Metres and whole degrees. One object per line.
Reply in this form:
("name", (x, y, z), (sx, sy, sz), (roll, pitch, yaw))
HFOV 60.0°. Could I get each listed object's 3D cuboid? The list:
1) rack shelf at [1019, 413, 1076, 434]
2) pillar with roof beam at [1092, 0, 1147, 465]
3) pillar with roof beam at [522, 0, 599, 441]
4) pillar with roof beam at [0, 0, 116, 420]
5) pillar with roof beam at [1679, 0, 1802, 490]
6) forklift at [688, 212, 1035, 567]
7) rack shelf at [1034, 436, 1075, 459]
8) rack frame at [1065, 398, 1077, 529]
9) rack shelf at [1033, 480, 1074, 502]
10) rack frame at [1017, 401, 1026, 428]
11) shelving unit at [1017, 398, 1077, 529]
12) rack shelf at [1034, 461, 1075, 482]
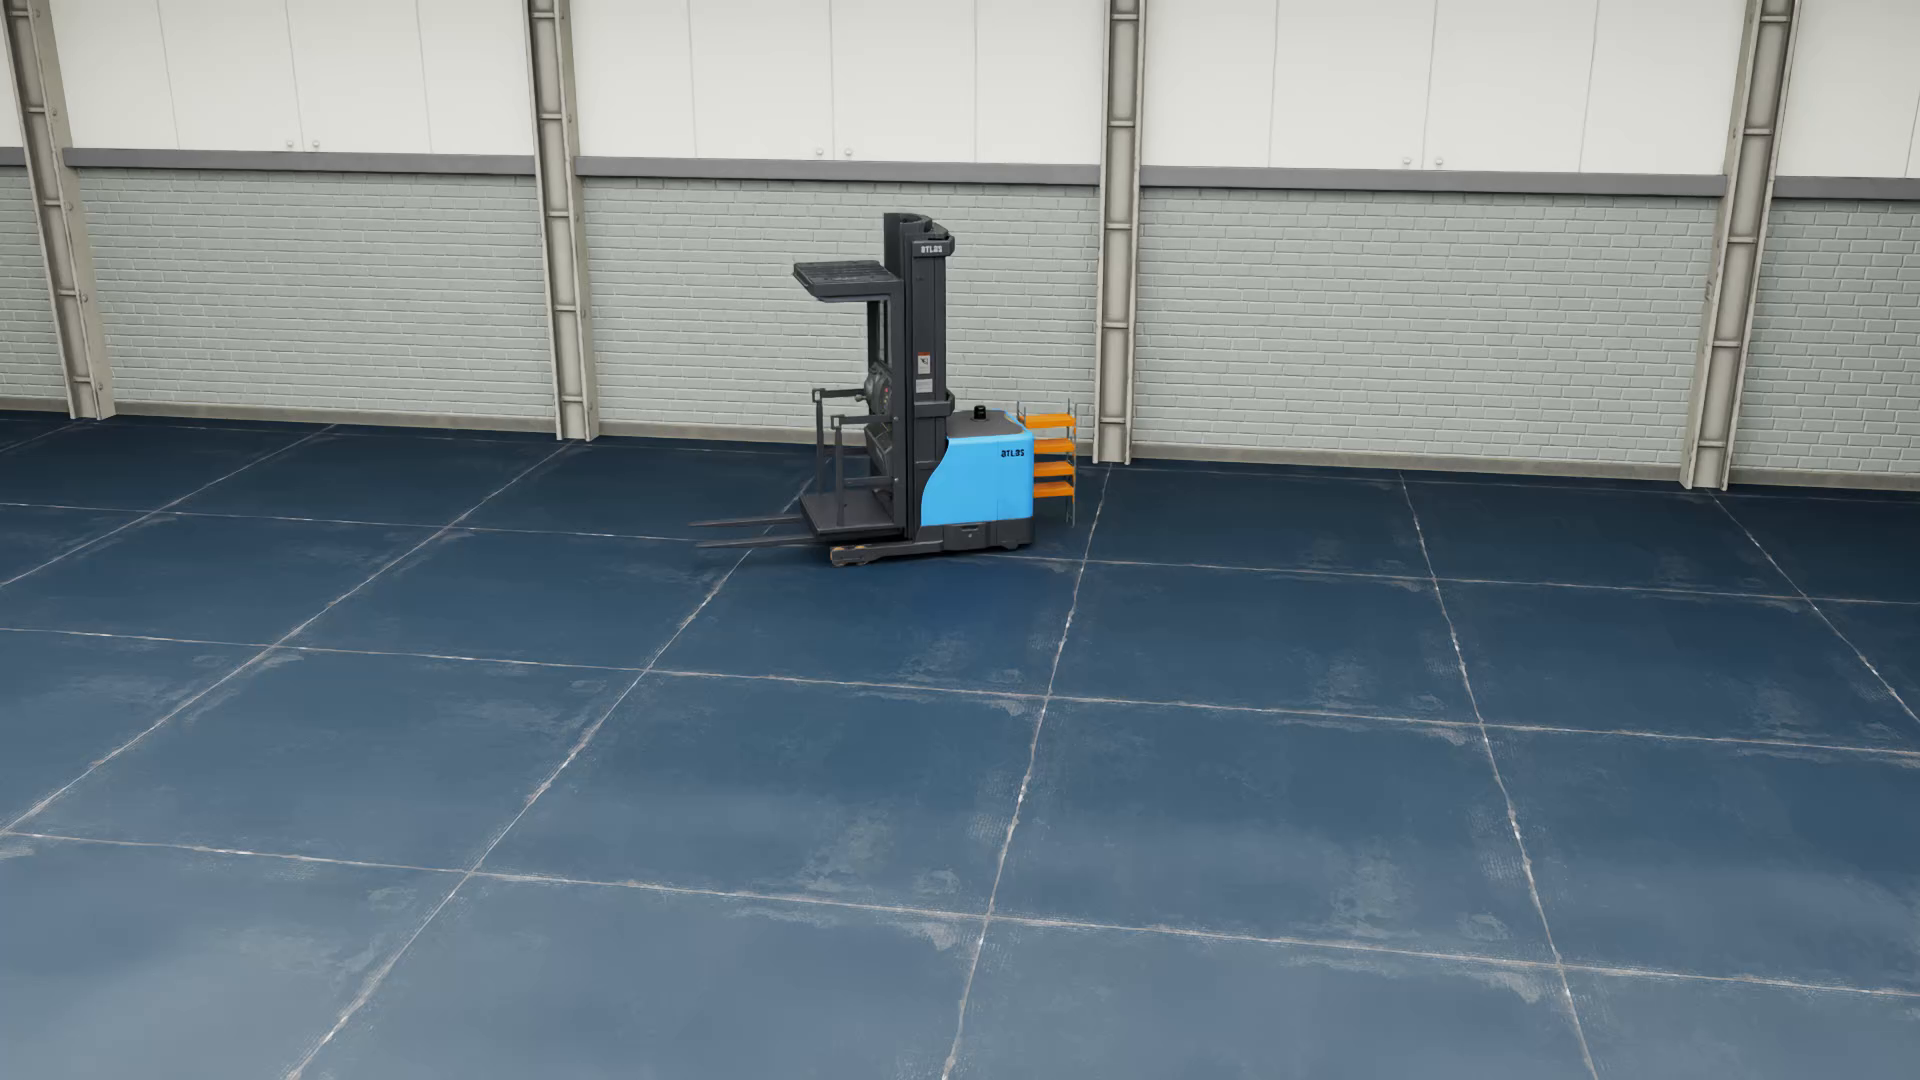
("rack shelf", (0.797, -1.064, 15.301), (0.480, 0.148, 0.258), (-5, 19, -13))
("pillar with roof beam", (0.947, -3.778, 12.358), (0.400, 9.000, 9.100), (3, 19, 9))
("pillar with roof beam", (-4.977, -4.080, 13.261), (0.400, 9.000, 9.100), (3, 19, 9))
("pillar with roof beam", (-10.901, -4.382, 14.163), (0.400, 9.000, 9.100), (3, 19, 9))
("pillar with roof beam", (6.871, -3.476, 11.456), (0.400, 9.000, 9.100), (3, 19, 9))
("forklift", (-0.904, -1.342, 14.643), (3.031, 2.935, 1.130), (-5, 19, -13))
("rack shelf", (0.797, -0.840, 15.376), (0.480, 0.148, 0.258), (-5, 19, -13))
("rack frame", (1.034, -0.710, 15.482), (0.015, 1.200, 0.240), (-5, 19, -13))
("rack shelf", (0.797, -0.439, 15.510), (0.480, 0.148, 0.258), (-5, 19, -13))
("rack frame", (0.560, -0.673, 15.370), (0.015, 1.200, 0.240), (-5, 19, -13))
("shelving unit", (0.797, -0.692, 15.426), (0.503, 1.200, 0.258), (-5, 19, -13))
("rack shelf", (0.797, -0.628, 15.447), (0.480, 0.148, 0.258), (-5, 19, -13))
